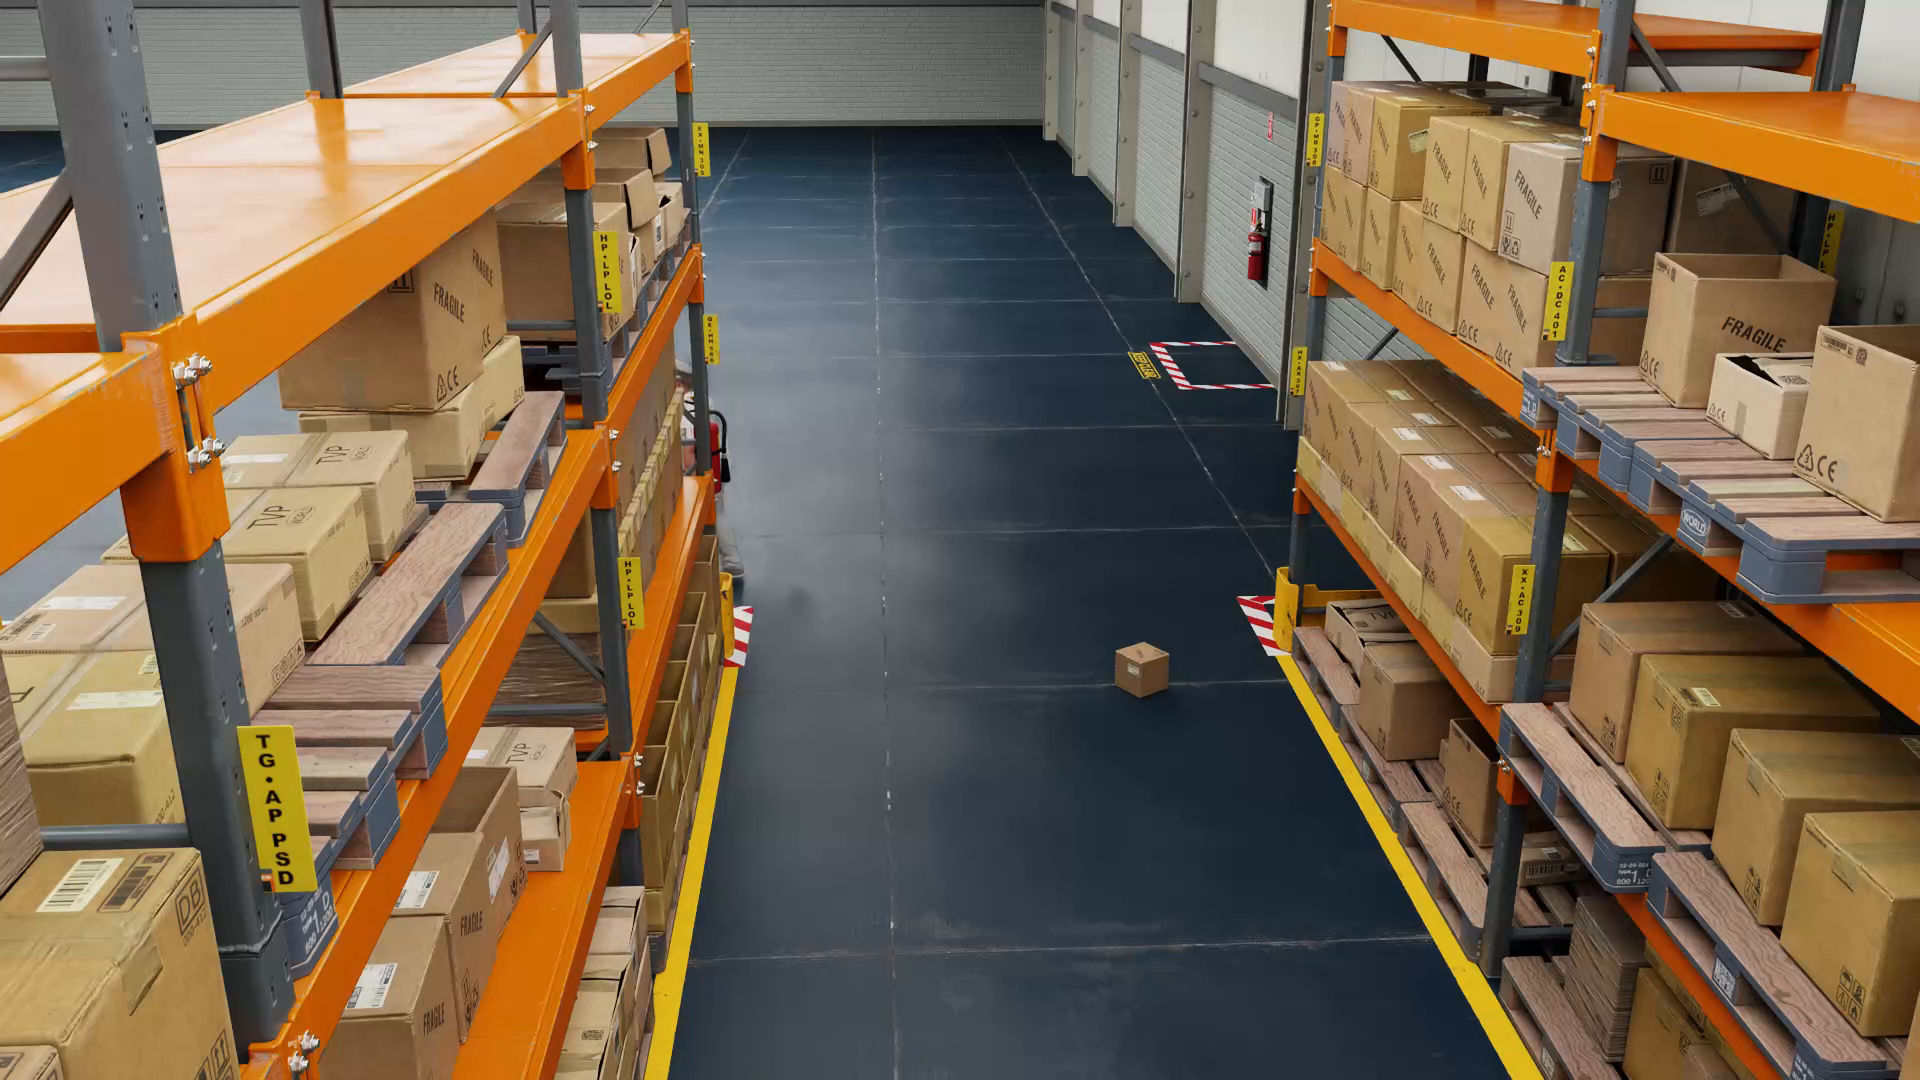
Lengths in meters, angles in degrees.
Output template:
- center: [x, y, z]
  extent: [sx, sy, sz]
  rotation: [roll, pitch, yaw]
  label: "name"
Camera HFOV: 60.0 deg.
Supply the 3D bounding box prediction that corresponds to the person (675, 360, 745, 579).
- center: [-2.030, -0.459, 12.378]
  extent: [0.740, 1.811, 0.574]
  rotation: [3, 21, 9]
  label: "person"
